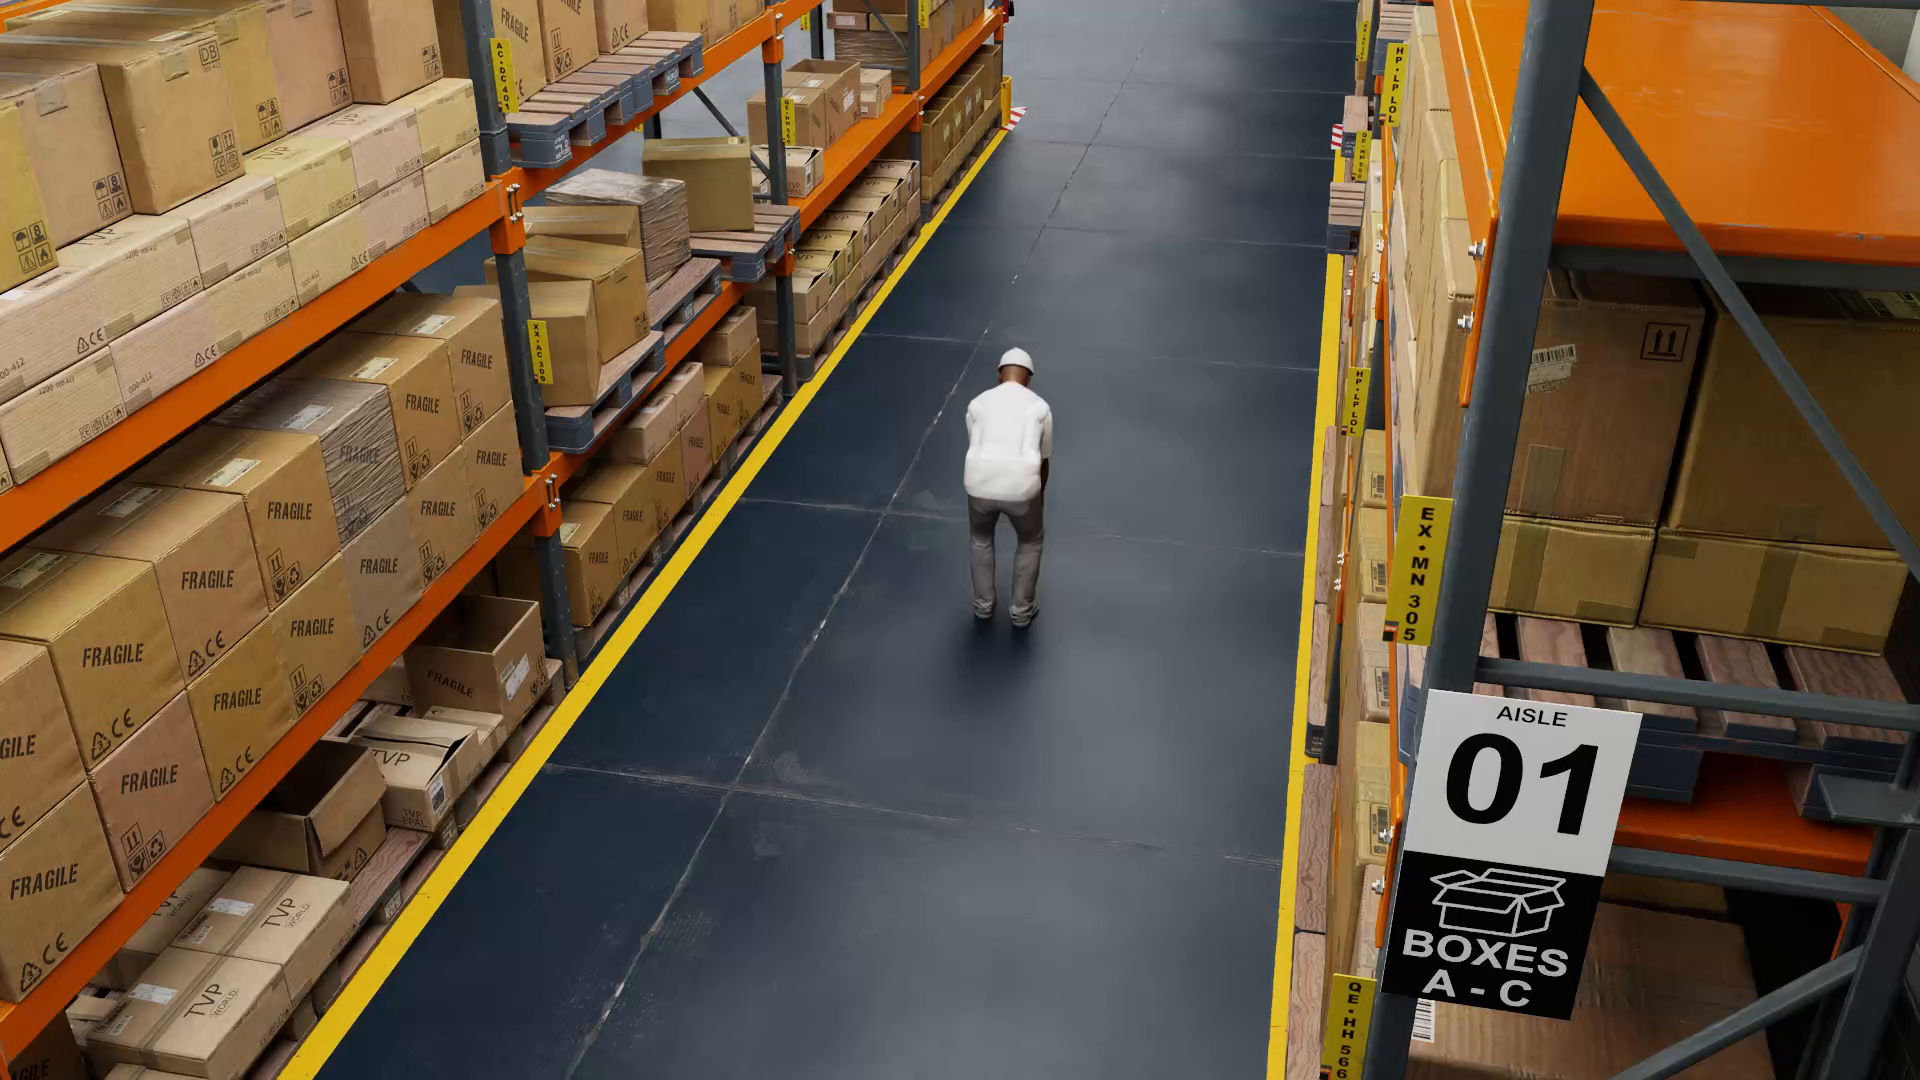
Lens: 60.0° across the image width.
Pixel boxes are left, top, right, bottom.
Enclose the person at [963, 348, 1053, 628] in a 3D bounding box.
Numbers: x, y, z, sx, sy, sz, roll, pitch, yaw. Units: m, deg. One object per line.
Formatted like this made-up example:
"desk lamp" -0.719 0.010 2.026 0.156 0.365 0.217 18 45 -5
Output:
"person" 0.265 -0.297 9.463 0.488 1.454 0.857 5 29 9
